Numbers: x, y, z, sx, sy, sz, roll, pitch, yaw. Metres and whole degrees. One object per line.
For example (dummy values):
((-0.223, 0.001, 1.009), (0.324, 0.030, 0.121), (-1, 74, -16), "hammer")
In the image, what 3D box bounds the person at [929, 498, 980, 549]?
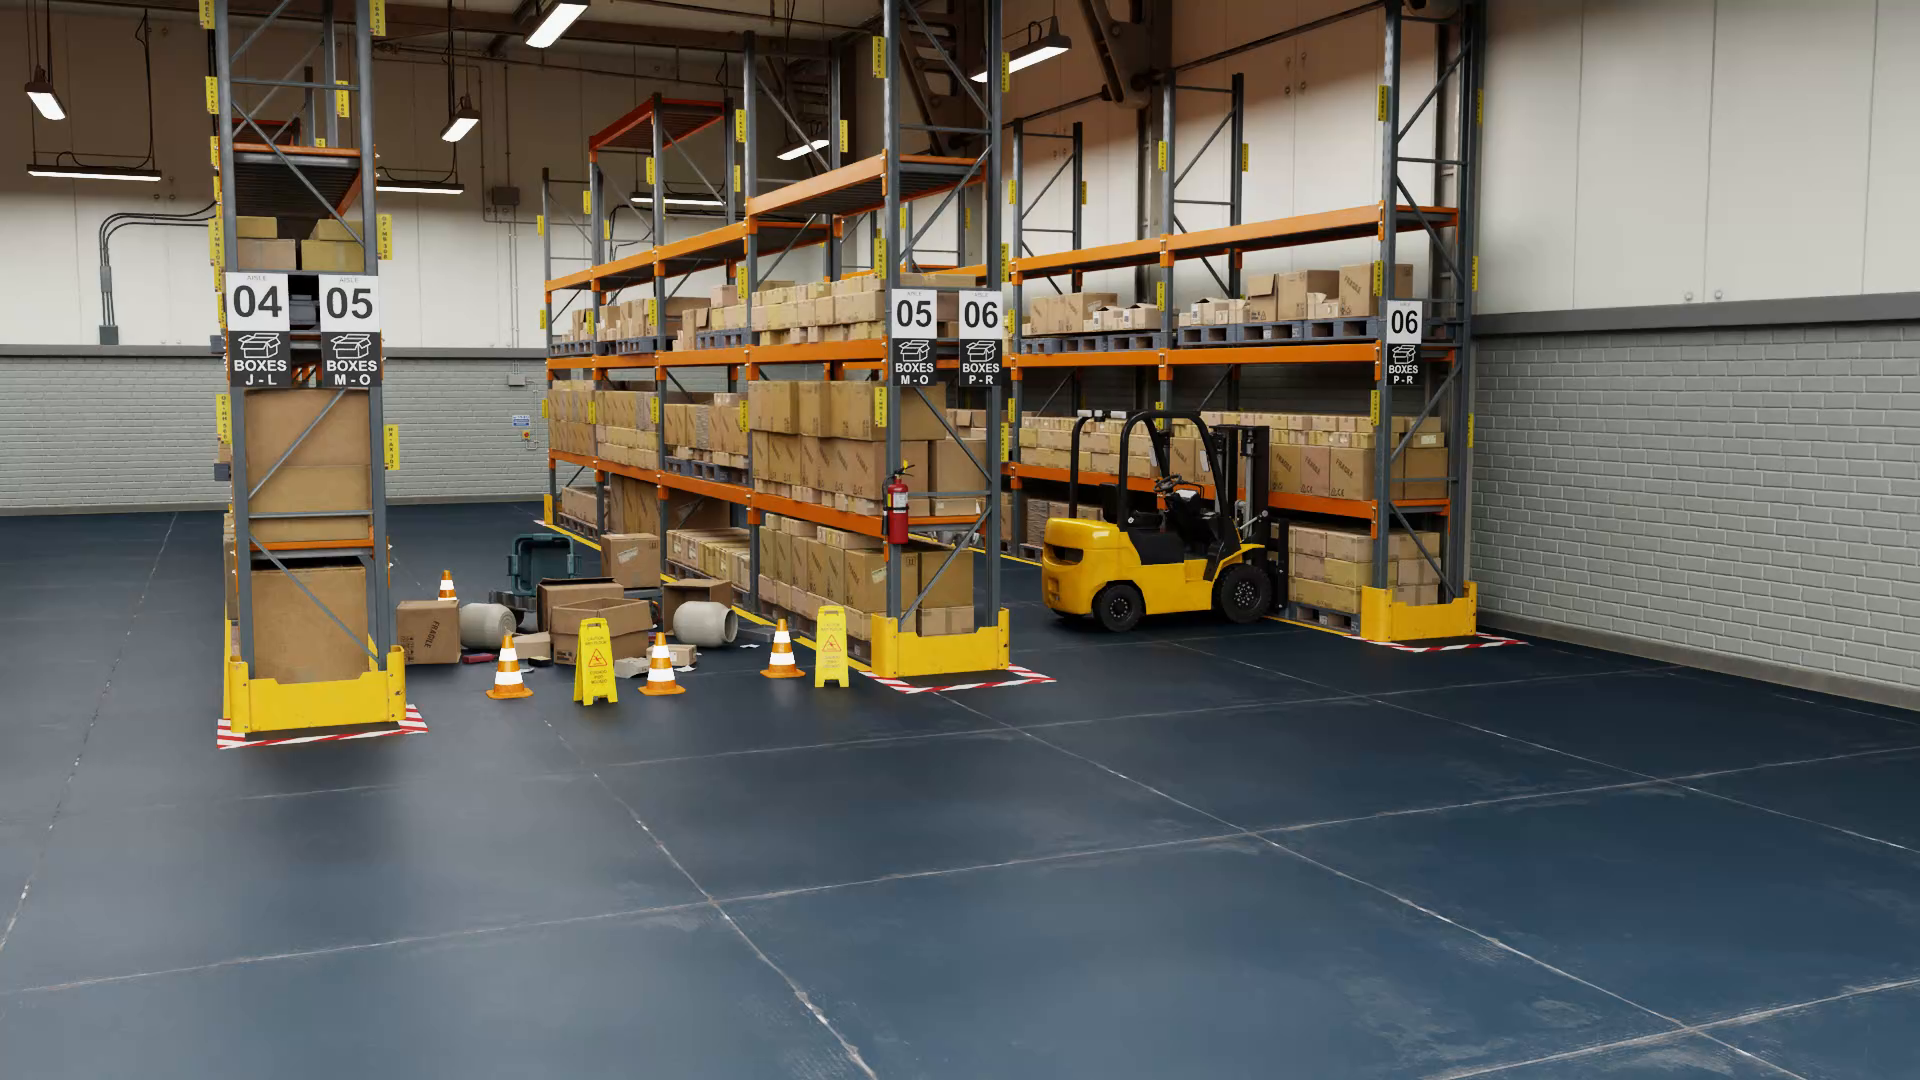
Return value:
((-0.055, -0.106, 17.840), (0.586, 1.695, 0.532), (0, 6, -5), "person")
